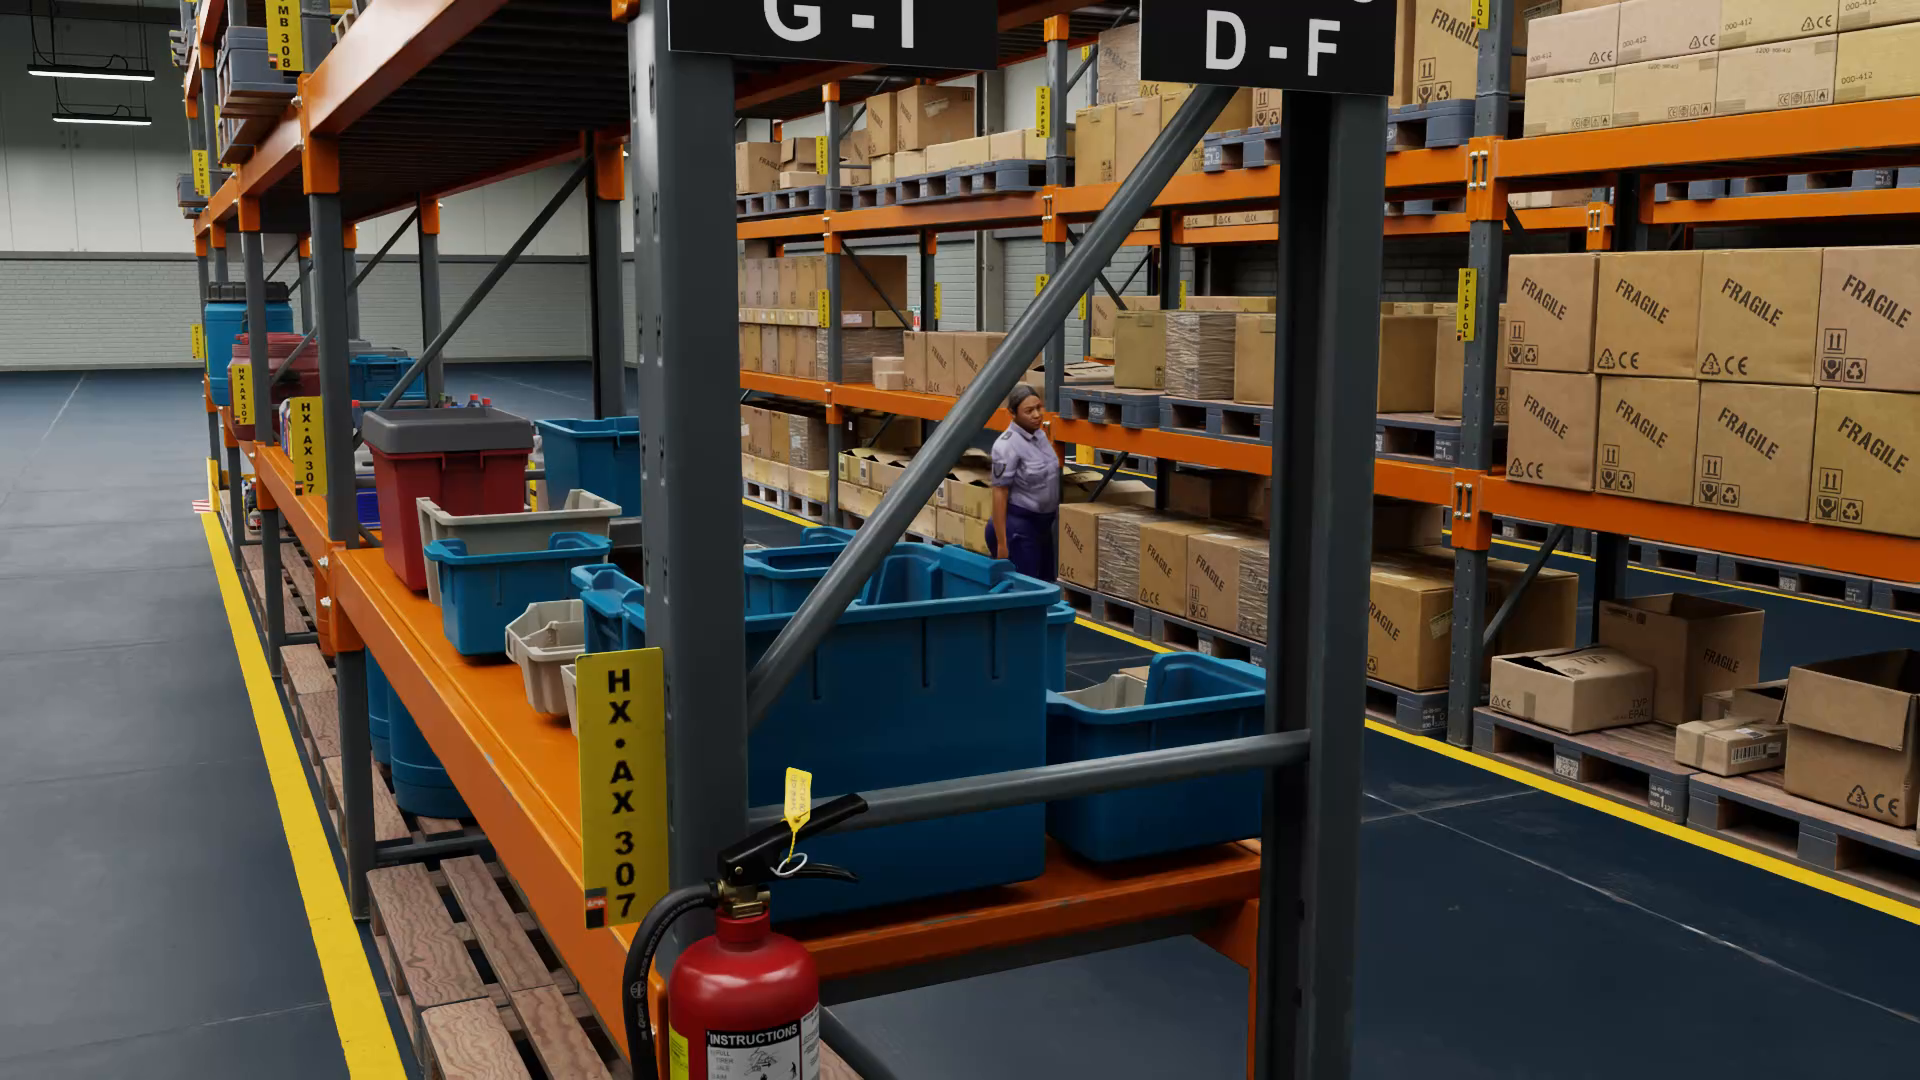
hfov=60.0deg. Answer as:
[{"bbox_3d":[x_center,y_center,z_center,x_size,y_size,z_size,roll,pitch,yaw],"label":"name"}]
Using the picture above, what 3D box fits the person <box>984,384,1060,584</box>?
[{"bbox_3d":[0.283,-0.028,9.006,0.639,1.640,0.539,4,10,27],"label":"person"}]
